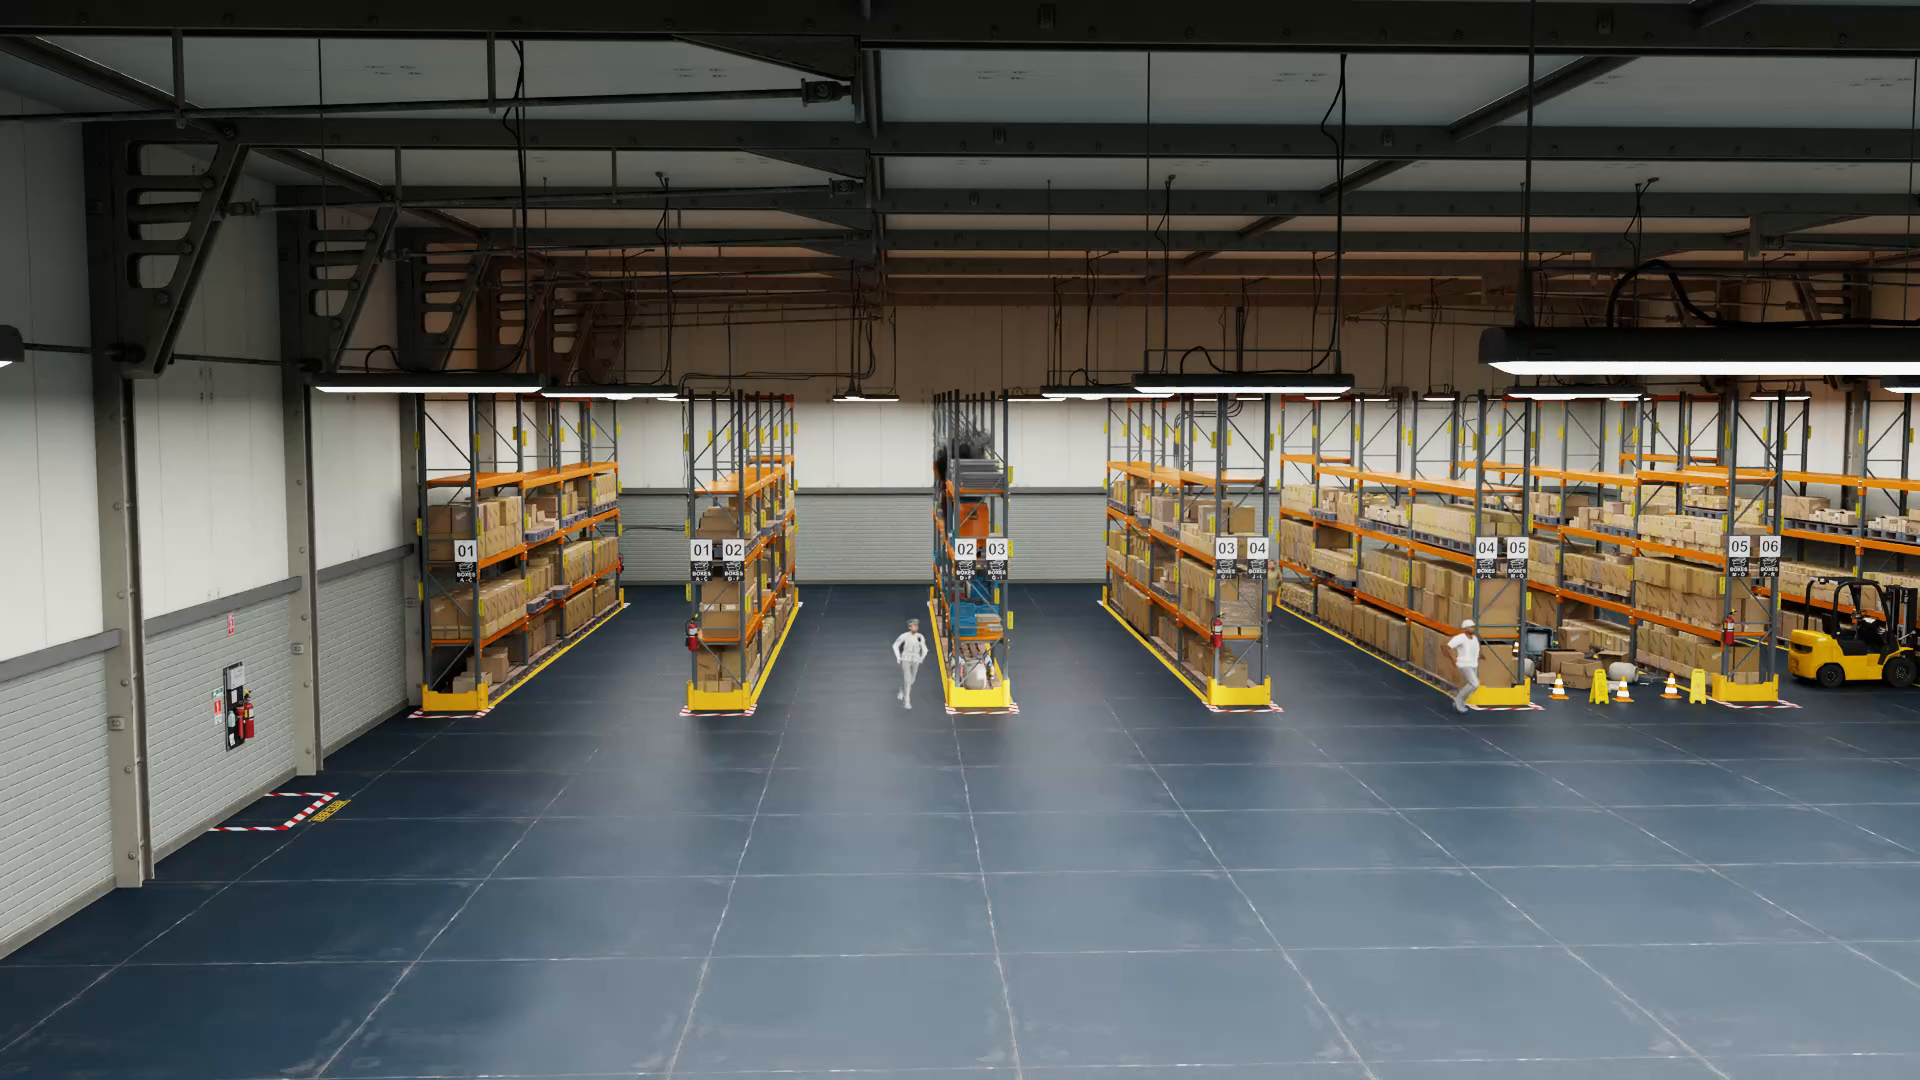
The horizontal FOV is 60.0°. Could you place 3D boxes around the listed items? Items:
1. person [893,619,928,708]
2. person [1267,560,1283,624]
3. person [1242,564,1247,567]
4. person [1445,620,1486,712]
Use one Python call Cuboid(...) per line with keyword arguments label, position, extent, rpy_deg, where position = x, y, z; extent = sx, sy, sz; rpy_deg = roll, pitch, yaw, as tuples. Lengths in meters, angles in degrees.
Cuboid(label="person", position=(-0.944, 2.327, 31.666), extent=(0.656, 1.676, 0.696), rpy_deg=(-2, 5, -20))
Cuboid(label="person", position=(8.171, 1.360, 43.484), extent=(0.548, 1.701, 0.688), rpy_deg=(0, 5, -2))
Cuboid(label="person", position=(8.210, 0.933, 48.650), extent=(0.686, 1.704, 0.798), rpy_deg=(-1, 5, -15))
Cuboid(label="person", position=(9.424, 2.336, 30.793), extent=(0.681, 1.715, 0.626), rpy_deg=(-3, 6, -36))
